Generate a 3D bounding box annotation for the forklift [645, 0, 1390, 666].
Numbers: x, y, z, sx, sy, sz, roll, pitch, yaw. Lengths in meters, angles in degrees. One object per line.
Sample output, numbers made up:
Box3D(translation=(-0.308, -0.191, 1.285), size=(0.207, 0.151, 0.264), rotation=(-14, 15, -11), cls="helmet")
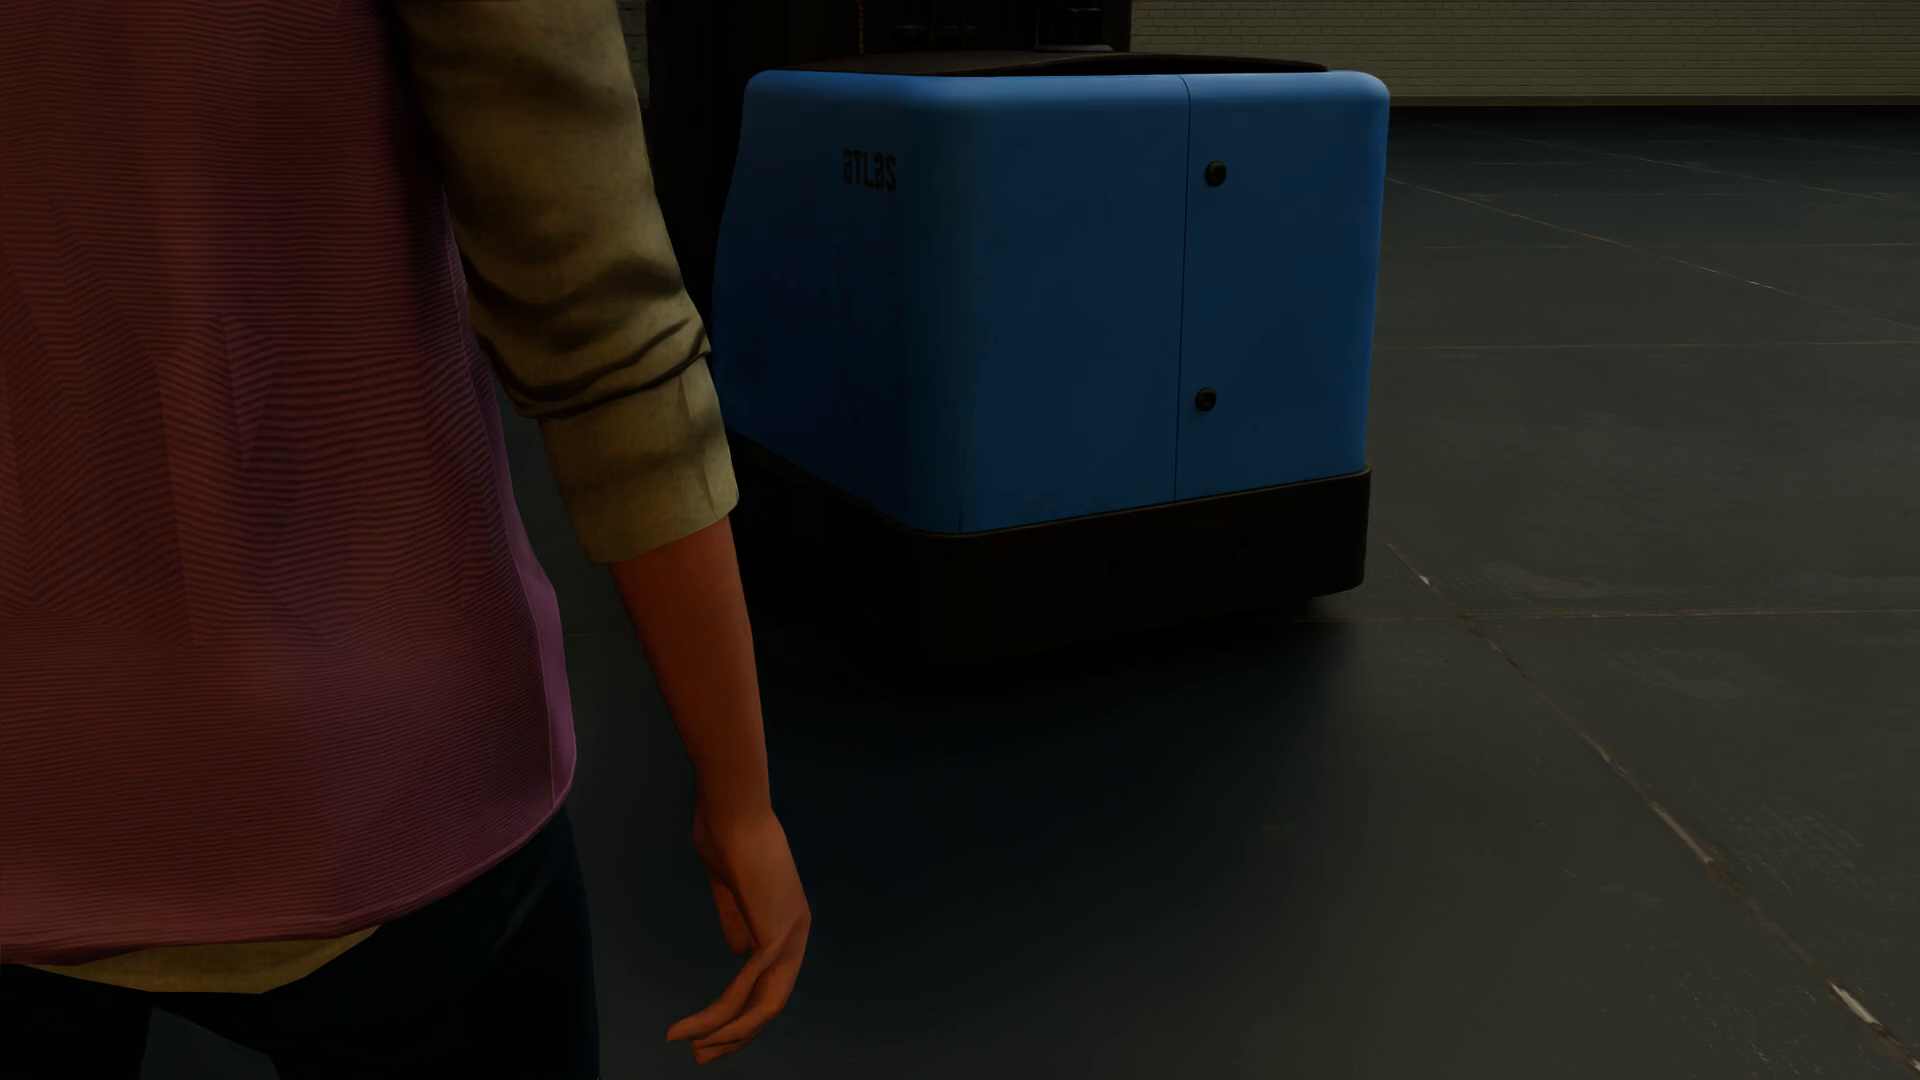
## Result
Box3D(translation=(-0.317, -1.561, 4.010), size=(1.130, 2.935, 3.031), rotation=(-9, 19, -27), cls="forklift")
